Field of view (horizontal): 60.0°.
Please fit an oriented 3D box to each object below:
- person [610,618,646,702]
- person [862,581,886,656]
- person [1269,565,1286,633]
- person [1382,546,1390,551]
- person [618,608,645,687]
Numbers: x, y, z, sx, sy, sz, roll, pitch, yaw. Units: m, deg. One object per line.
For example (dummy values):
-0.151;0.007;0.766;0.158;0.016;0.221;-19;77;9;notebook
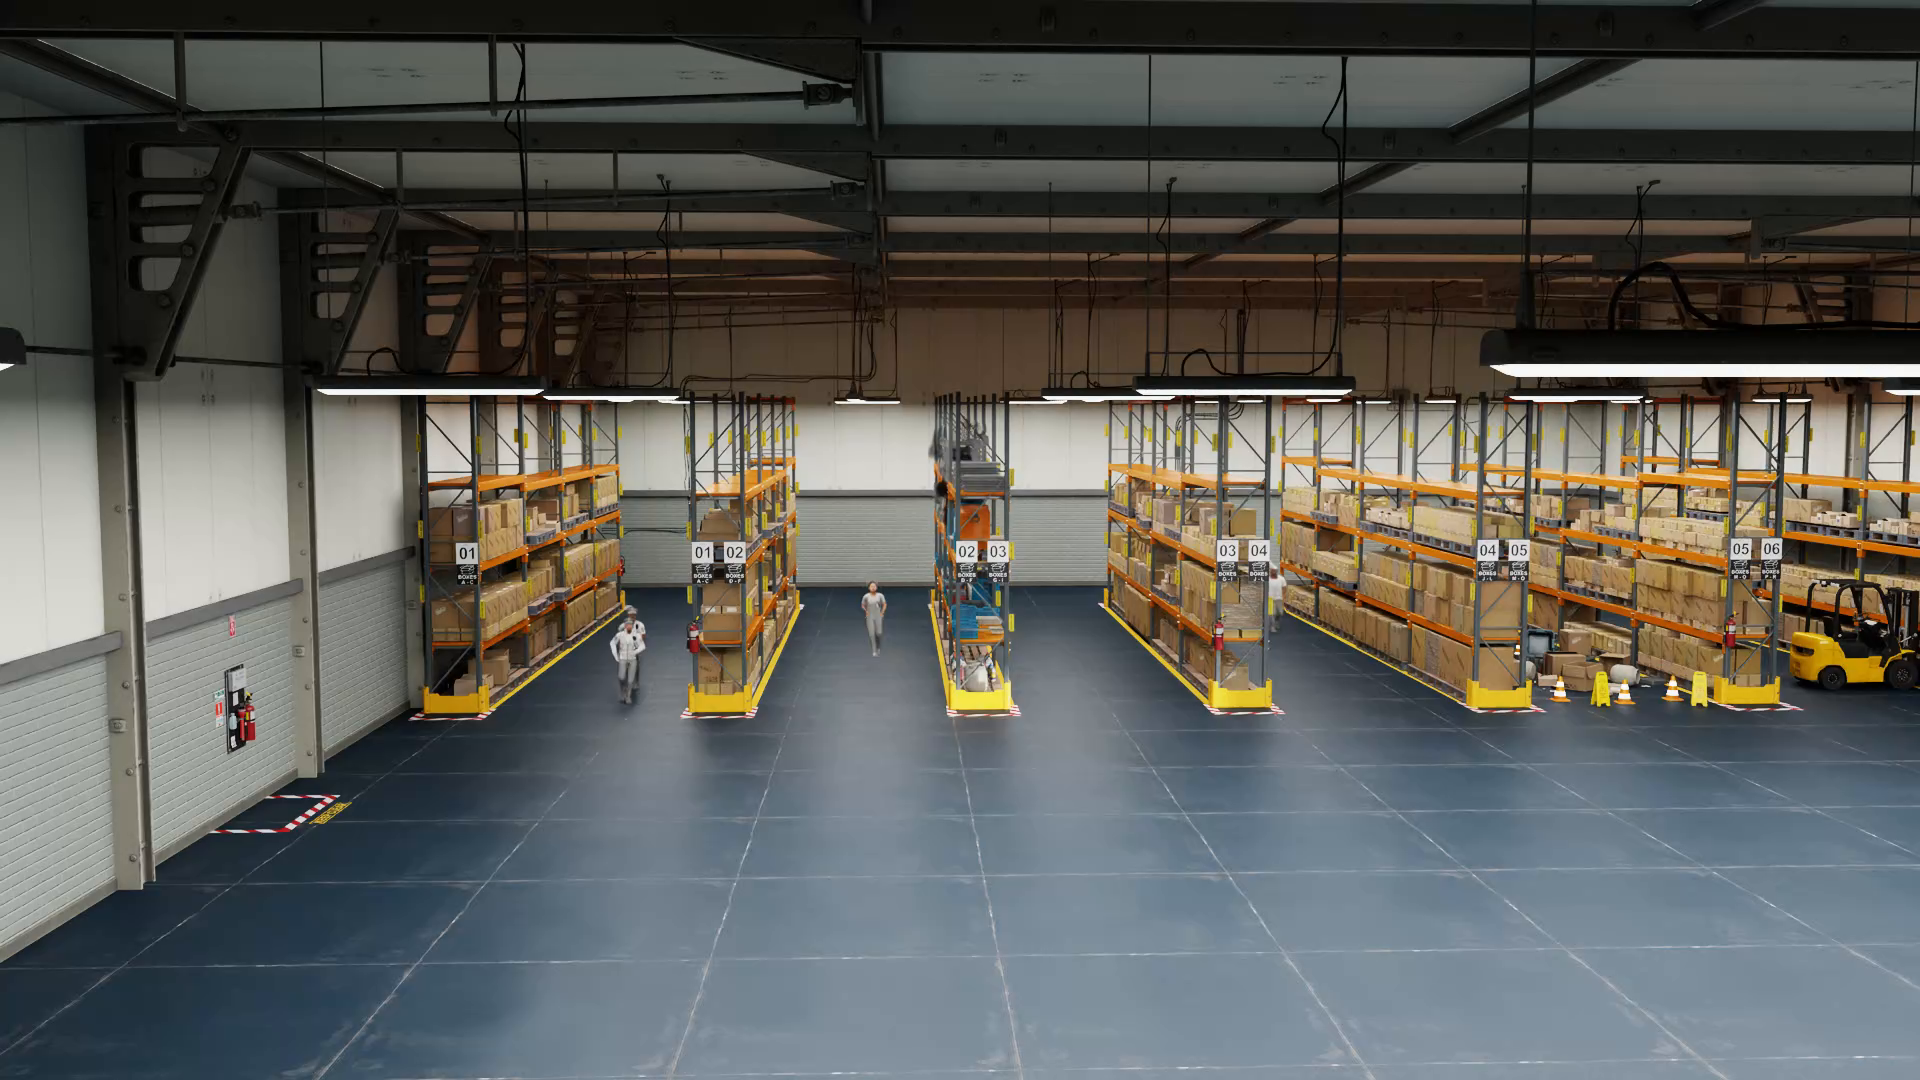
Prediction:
-6.400;2.315;32.069;0.670;1.657;0.525;-1;5;-10;person
-1.862;1.722;36.089;0.539;1.648;0.529;0;5;-4;person
7.953;1.491;42.019;0.674;1.721;0.569;0;5;-2;person
12.558;0.983;49.054;0.706;1.635;0.487;-1;5;-9;person
-6.557;2.129;33.255;0.513;1.585;0.608;-1;5;-14;person
